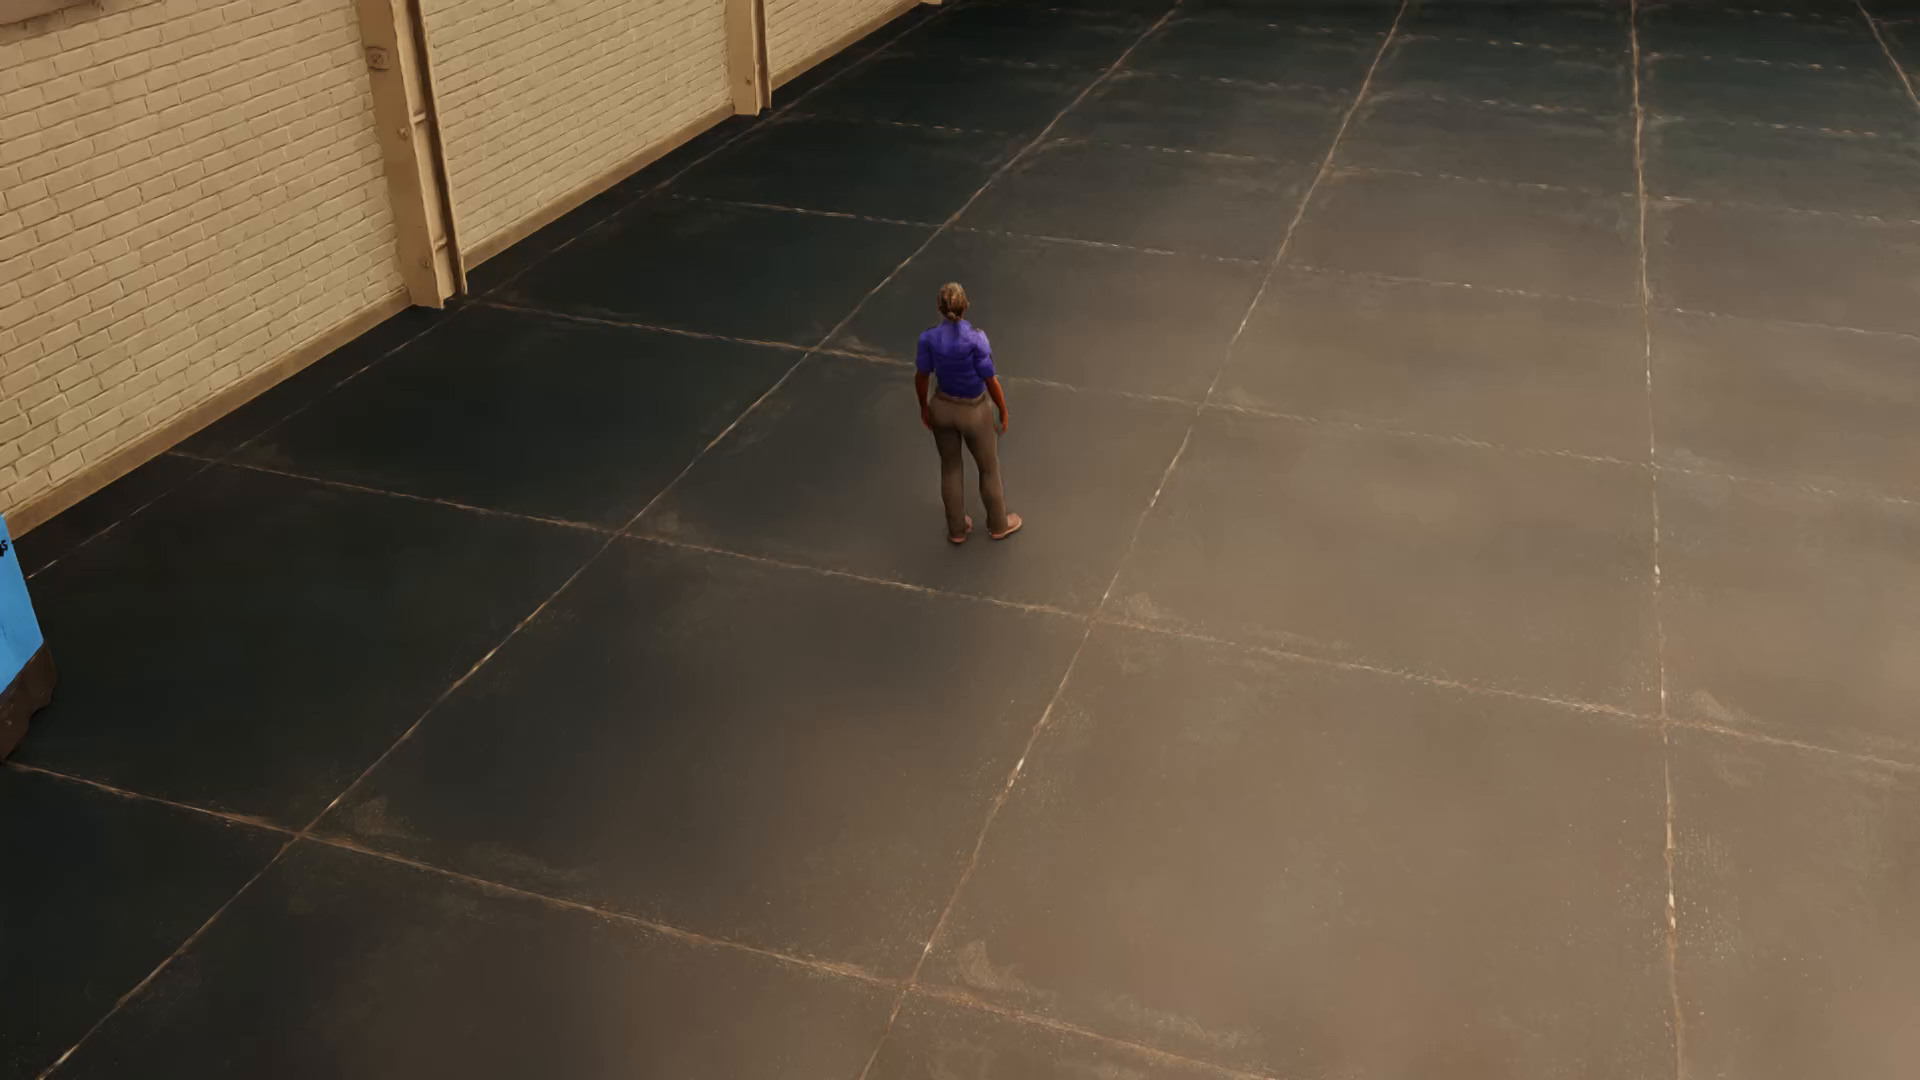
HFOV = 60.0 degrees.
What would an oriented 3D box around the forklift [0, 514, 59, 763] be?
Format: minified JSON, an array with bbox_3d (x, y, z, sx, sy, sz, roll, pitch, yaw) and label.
[{"bbox_3d":[-5.190,0.235,6.724,1.130,2.935,3.031,-1,30,-1],"label":"forklift"}]

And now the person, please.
[{"bbox_3d":[0.047,-0.763,9.749,0.570,1.654,0.503,10,31,16],"label":"person"}]
